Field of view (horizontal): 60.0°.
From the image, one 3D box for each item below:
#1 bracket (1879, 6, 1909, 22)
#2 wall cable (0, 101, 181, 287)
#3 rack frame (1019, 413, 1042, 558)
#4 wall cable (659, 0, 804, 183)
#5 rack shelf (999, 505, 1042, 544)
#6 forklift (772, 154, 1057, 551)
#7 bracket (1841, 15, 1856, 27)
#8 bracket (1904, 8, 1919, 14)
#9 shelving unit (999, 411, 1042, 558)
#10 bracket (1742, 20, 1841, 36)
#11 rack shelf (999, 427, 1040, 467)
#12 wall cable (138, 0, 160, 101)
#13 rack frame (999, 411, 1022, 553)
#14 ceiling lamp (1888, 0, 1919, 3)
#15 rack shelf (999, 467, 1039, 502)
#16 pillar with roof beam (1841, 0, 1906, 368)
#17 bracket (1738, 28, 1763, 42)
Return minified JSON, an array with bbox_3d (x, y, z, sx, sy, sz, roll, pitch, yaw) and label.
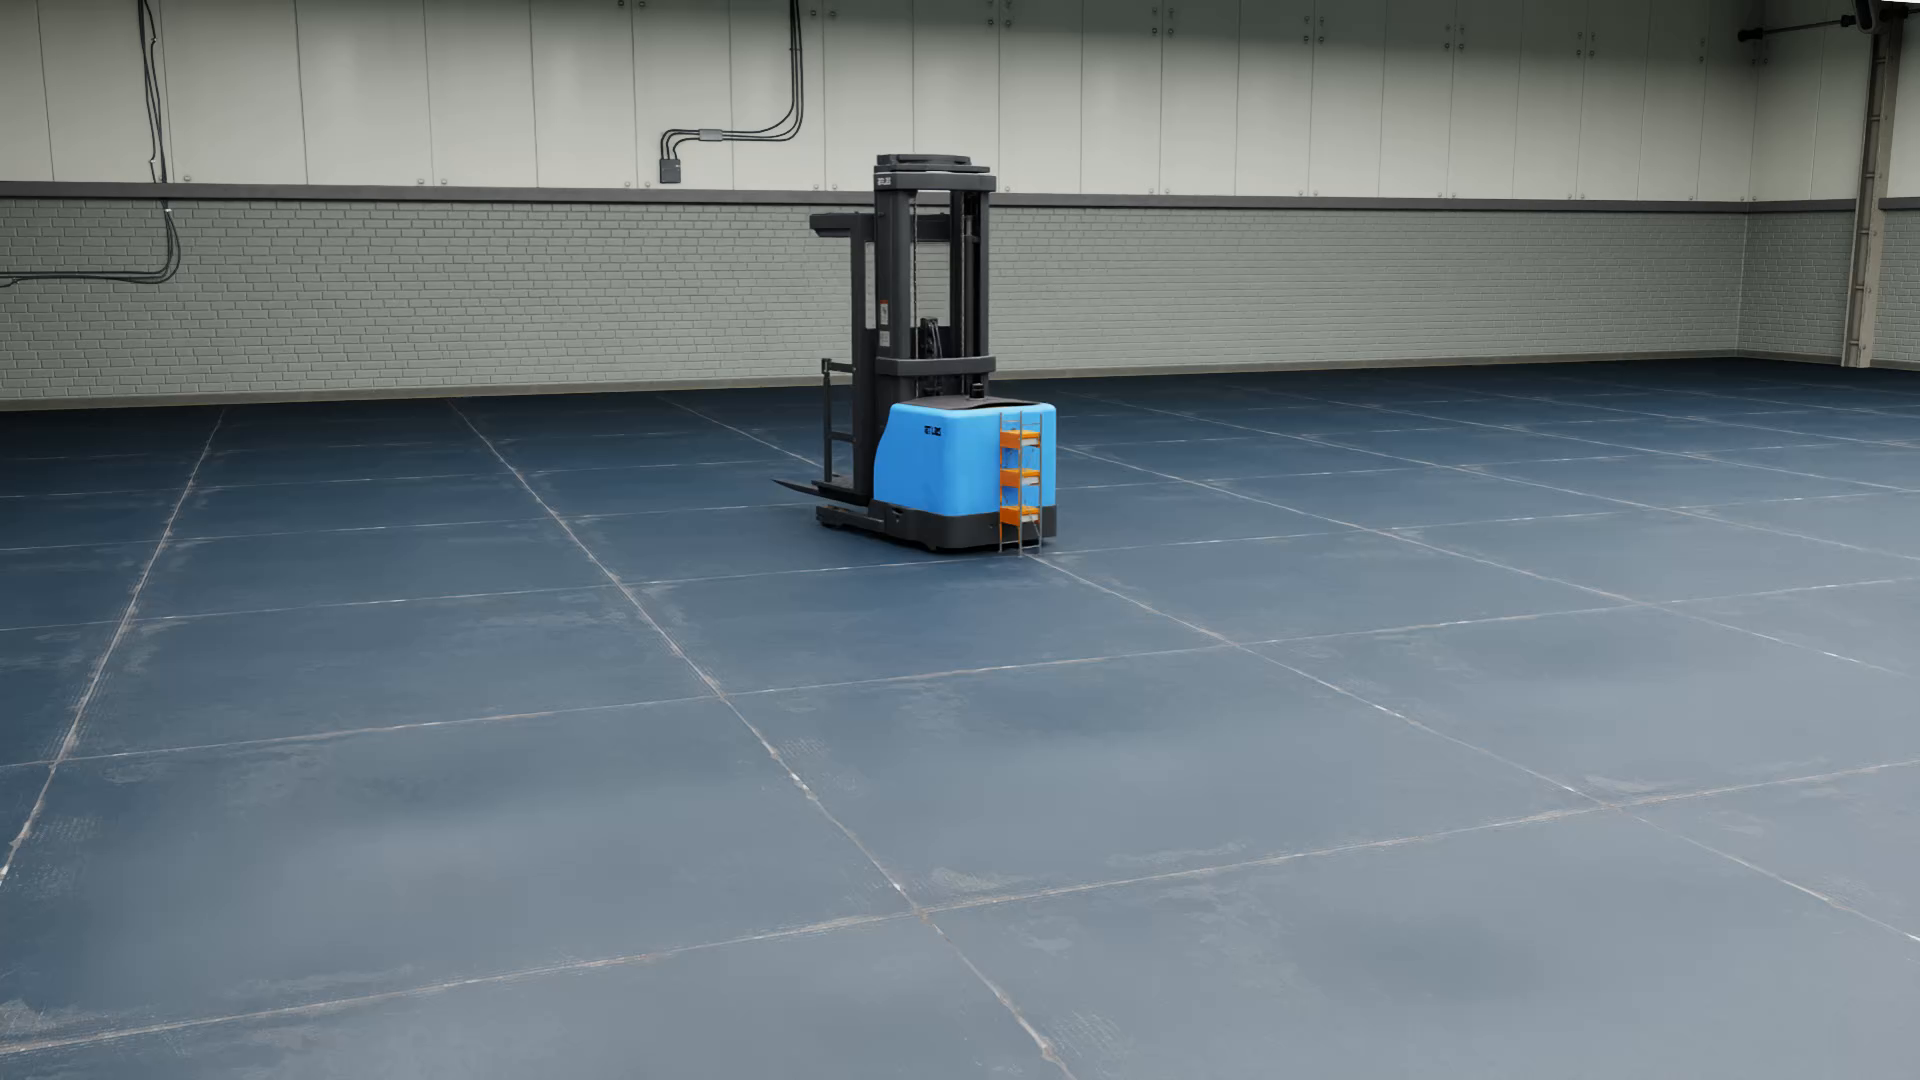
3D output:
[{"bbox_3d":[16.638,-9.367,29.608,0.235,0.232,0.430,-4,11,-21],"label":"bracket"},{"bbox_3d":[-12.376,-4.722,22.640,3.097,2.526,0.112,-4,11,-21],"label":"wall cable"},{"bbox_3d":[0.516,-0.394,12.138,0.200,1.050,0.008,-7,12,-34],"label":"rack frame"},{"bbox_3d":[-3.522,-8.525,25.443,2.305,6.003,0.169,-4,11,-21],"label":"wall cable"},{"bbox_3d":[0.446,-0.128,12.287,0.215,0.259,0.240,-7,12,-34],"label":"rack shelf"},{"bbox_3d":[-0.514,-1.572,13.388,1.130,2.935,3.031,-7,12,-34],"label":"forklift"},{"bbox_3d":[16.337,-9.503,30.370,0.235,0.232,0.430,-4,11,-21],"label":"bracket"},{"bbox_3d":[17.571,-8.947,27.244,0.076,0.066,4.783,-4,11,-21],"label":"bracket"},{"bbox_3d":[0.446,-0.412,12.237,0.215,1.050,0.252,-7,12,-34],"label":"shelving unit"},{"bbox_3d":[15.692,-9.793,32.003,0.076,0.066,3.189,-4,11,-21],"label":"bracket"},{"bbox_3d":[0.446,-0.681,12.189,0.215,0.259,0.240,-7,12,-34],"label":"rack shelf"},{"bbox_3d":[-9.855,-7.381,23.163,3.097,2.526,0.112,-4,11,-21],"label":"wall cable"},{"bbox_3d":[0.376,-0.429,12.335,0.200,1.050,0.008,-7,12,-34],"label":"rack frame"},{"bbox_3d":[13.595,-9.634,24.601,2.000,3.144,0.800,-4,11,-21],"label":"ceiling lamp"},{"bbox_3d":[0.446,-0.401,12.239,0.215,0.259,0.240,-7,12,-34],"label":"rack shelf"},{"bbox_3d":[12.806,-7.412,28.895,9.100,9.000,0.548,-4,11,-21],"label":"pillar with roof beam"},{"bbox_3d":[15.478,-9.890,32.545,0.235,0.232,0.430,-4,11,-21],"label":"bracket"}]
